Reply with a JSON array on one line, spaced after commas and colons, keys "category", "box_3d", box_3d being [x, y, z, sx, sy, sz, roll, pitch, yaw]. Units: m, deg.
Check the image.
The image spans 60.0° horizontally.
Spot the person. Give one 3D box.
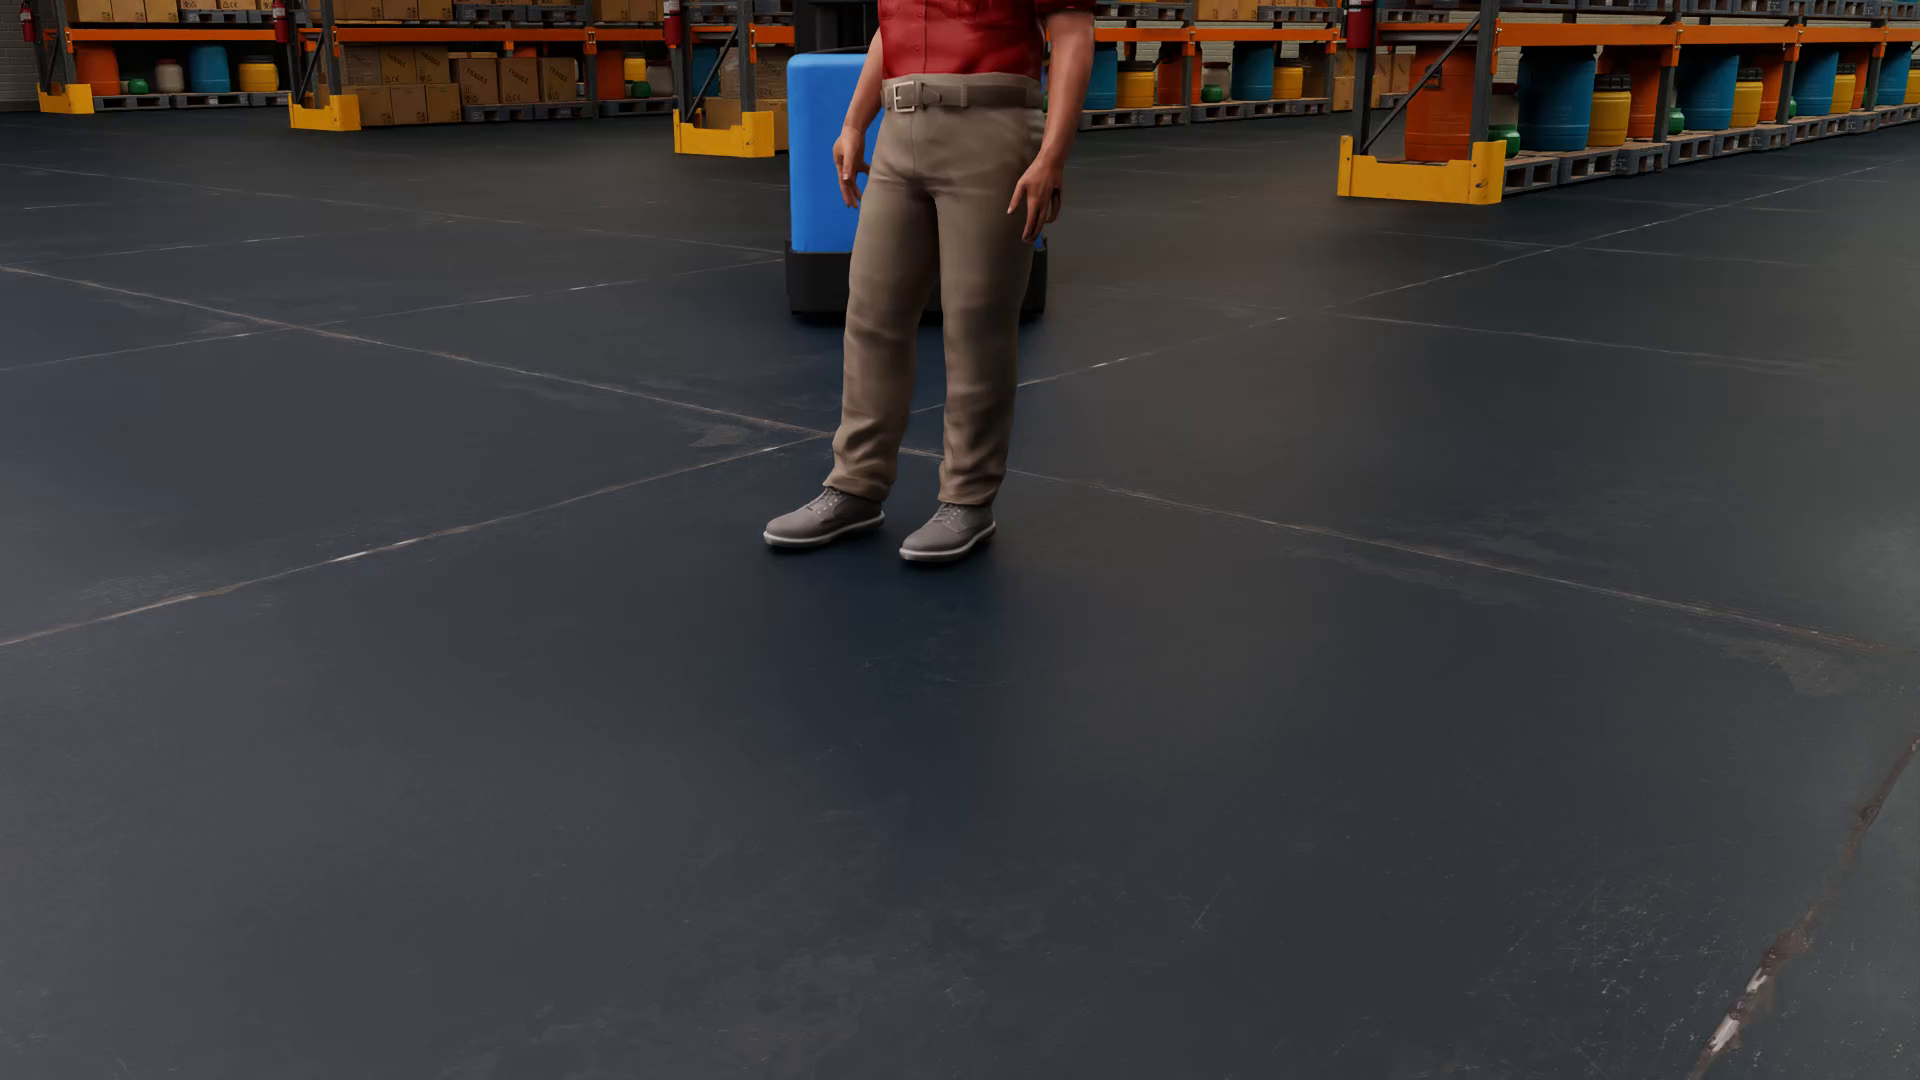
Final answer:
[{"category": "person", "box_3d": [-0.066, -0.817, 3.629, 0.641, 1.727, 0.550, 13, 21, 37]}]

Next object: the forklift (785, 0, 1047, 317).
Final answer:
[{"category": "forklift", "box_3d": [-0.226, -2.700, 7.790, 1.130, 2.935, 3.031, -1, 17, -2]}]
